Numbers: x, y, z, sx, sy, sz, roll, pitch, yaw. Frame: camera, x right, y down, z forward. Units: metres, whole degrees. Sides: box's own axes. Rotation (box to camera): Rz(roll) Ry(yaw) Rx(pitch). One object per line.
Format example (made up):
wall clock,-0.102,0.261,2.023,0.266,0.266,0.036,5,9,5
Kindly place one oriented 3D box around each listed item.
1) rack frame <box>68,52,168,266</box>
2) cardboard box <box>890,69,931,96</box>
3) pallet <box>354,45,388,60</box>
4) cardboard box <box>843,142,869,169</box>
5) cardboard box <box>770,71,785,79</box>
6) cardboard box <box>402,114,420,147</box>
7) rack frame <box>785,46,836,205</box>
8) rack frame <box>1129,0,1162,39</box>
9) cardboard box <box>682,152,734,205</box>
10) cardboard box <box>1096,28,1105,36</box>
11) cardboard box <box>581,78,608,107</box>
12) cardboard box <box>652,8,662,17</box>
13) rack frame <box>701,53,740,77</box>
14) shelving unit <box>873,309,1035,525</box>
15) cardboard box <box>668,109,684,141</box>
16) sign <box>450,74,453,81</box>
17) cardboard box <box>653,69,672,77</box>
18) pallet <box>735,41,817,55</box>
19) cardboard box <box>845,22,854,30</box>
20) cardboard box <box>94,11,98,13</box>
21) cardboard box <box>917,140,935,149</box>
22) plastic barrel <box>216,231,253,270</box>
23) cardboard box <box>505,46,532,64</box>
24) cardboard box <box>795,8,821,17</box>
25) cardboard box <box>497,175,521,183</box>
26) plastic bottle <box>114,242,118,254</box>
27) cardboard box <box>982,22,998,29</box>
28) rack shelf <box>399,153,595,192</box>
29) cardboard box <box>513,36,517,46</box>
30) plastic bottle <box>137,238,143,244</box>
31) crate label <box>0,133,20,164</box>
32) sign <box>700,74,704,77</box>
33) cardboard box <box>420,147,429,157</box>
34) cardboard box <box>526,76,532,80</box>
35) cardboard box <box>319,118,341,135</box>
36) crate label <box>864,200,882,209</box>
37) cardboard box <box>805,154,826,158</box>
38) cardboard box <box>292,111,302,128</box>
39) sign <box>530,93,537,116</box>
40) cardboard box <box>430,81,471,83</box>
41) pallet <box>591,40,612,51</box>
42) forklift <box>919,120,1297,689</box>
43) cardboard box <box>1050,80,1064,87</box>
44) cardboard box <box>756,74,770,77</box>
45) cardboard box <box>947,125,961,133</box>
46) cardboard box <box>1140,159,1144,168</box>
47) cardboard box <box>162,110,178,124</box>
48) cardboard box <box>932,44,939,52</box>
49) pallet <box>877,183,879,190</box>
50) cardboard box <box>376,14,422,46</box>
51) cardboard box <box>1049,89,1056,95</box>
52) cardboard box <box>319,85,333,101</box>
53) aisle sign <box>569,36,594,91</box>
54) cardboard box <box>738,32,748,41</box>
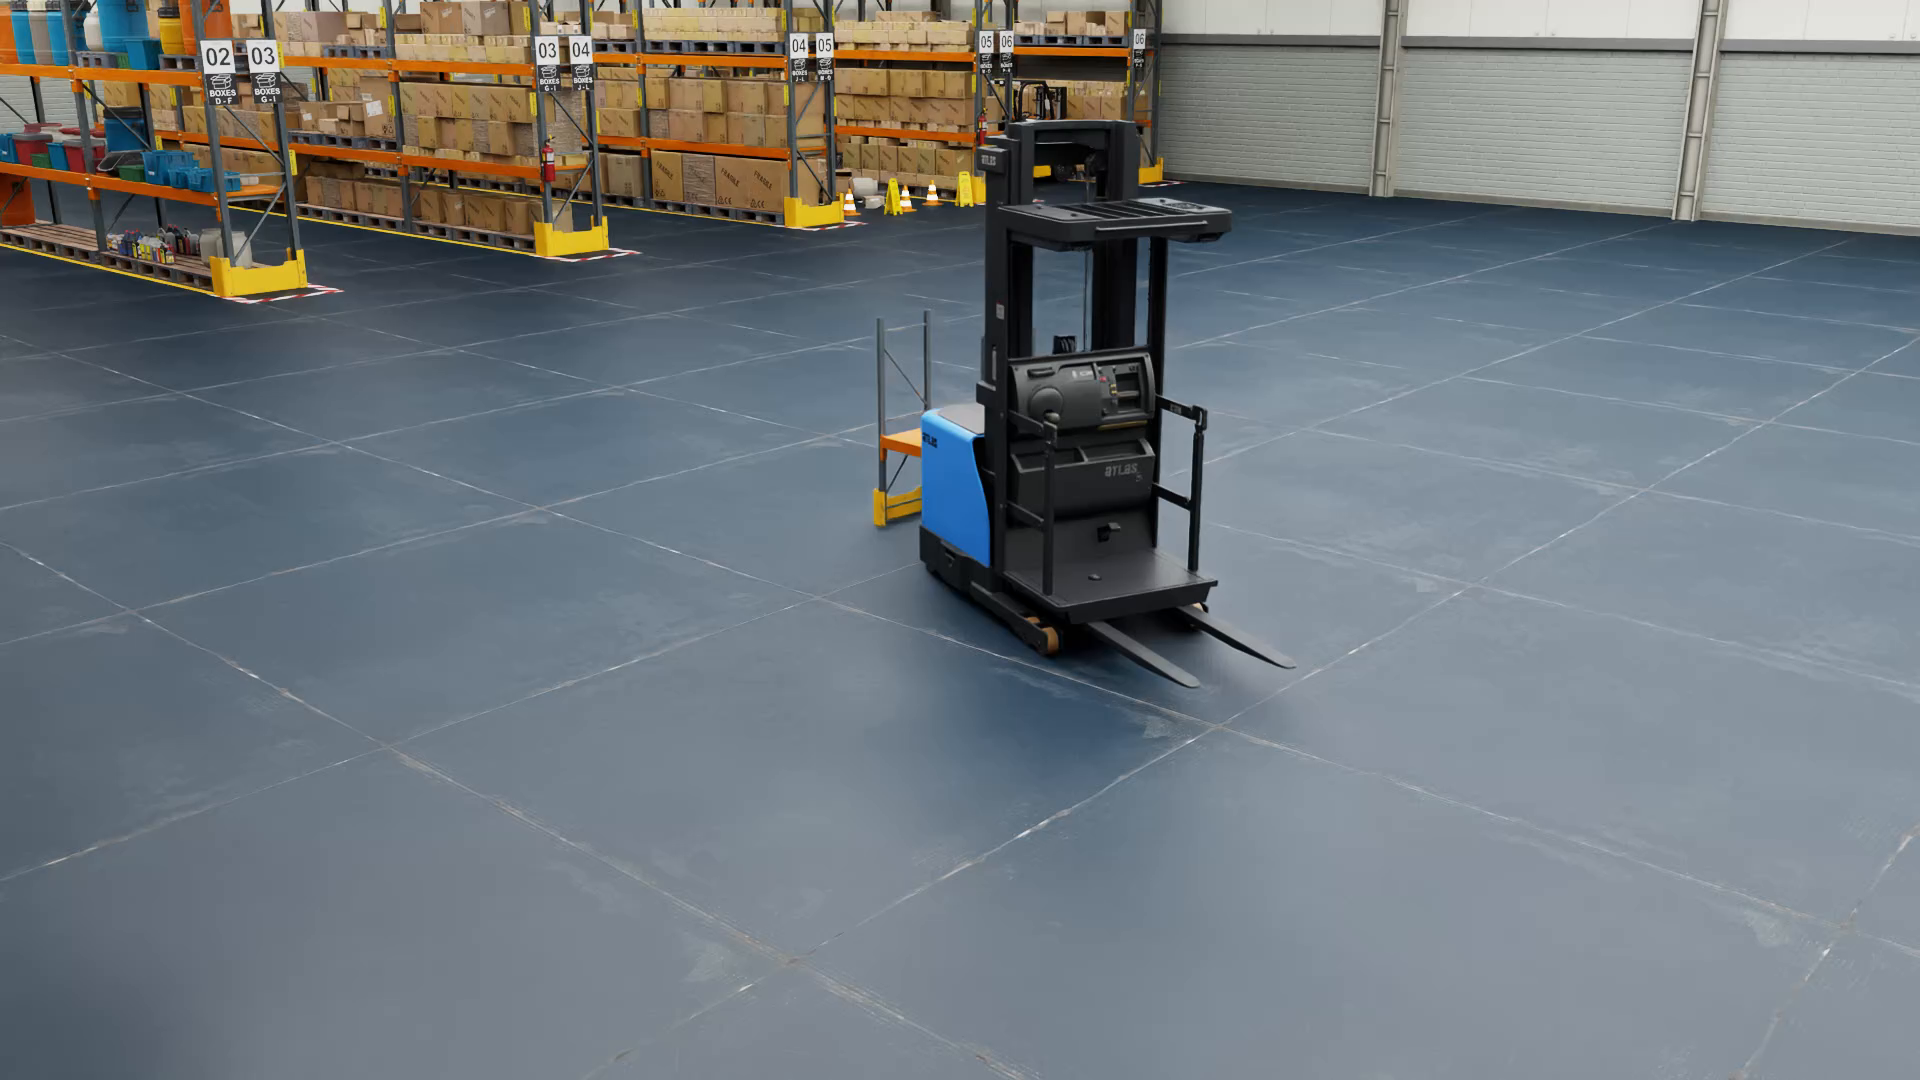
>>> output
rack frame,-12.209,-5.552,24.219,0.127,3.000,1.000,15,23,39
cardboard box,-0.983,-9.144,33.230,0.500,0.500,0.700,15,23,39
pallet,-9.313,-8.161,27.792,1.003,0.211,1.213,15,23,39
cardboard box,-2.082,-7.982,34.488,0.500,0.500,0.500,16,24,42
cardboard box,-3.924,-10.152,36.290,0.250,0.149,0.380,14,22,37
cardboard box,-8.626,-6.757,27.361,0.500,0.500,0.875,15,23,39
rack frame,-2.562,-6.971,28.692,0.127,3.000,1.000,15,23,39
rack frame,3.940,-12.094,34.918,0.127,3.000,1.000,15,23,39
cardboard box,-4.453,-6.639,30.465,0.875,0.875,0.875,15,23,40
cardboard box,3.119,-10.890,35.639,0.250,0.149,0.380,14,22,38
cardboard box,-7.070,-8.703,32.330,0.500,0.500,0.700,15,23,39
cardboard box,-5.315,-9.511,29.974,0.250,0.149,0.380,15,23,39
rack frame,-5.335,-9.717,37.346,0.127,3.000,1.000,15,23,39
shelving unit,-0.043,-0.784,11.676,1.083,1.500,0.587,17,24,42
cardboard box,-4.843,-7.669,30.643,0.550,0.550,0.875,15,23,39
sign,-11.172,-10.059,36.506,0.005,0.325,0.100,15,23,39
cardboard box,-6.652,-10.489,37.958,0.500,0.500,0.500,15,23,39
pallet,-3.124,-8.505,28.713,1.213,0.211,1.003,15,23,39
cardboard box,-2.111,-10.422,33.703,0.250,0.149,0.380,16,24,41
cardboard box,-17.472,-10.715,34.504,0.500,0.500,0.700,13,22,36
cardboard box,-0.629,-7.879,33.092,0.250,0.149,0.380,16,23,40
plastic barrel,-9.760,-3.878,22.363,0.421,0.512,0.421,0,18,0
cardboard box,-6.459,-7.267,24.913,0.500,0.250,0.500,16,23,40
cardboard box,-2.600,-9.048,28.515,0.250,0.149,0.380,15,23,40
cardboard box,-9.211,-7.659,34.298,0.500,0.500,0.500,15,23,39
plastic bottle,-12.110,-4.224,23.933,0.097,0.201,0.097,0,18,0
cardboard box,0.518,-9.919,32.118,0.250,0.149,0.380,15,23,39
rack shelf,-7.426,-5.928,26.594,4.000,0.370,1.077,15,23,39
cardboard box,-6.461,-7.481,24.930,0.250,0.149,0.380,14,22,38
plastic bottle,-11.605,-4.146,23.573,0.097,0.271,0.097,0,18,0
crate label,-14.637,-6.111,25.923,0.616,0.435,0.502,15,23,39
sign,-5.701,-10.143,36.773,0.005,0.325,0.100,15,23,39
cardboard box,-8.577,-6.344,27.132,0.250,0.149,0.380,15,23,39
cardboard box,-10.368,-11.483,41.092,0.500,0.500,0.500,15,23,39
cardboard box,-10.812,-7.215,29.016,0.500,0.250,0.500,14,22,38
crate label,-1.641,-6.366,31.517,0.298,0.136,0.250,4,18,11
cardboard box,-3.278,-8.110,35.932,0.950,0.372,0.625,-17,24,-42
cardboard box,-12.096,-7.682,30.767,0.500,0.500,0.500,16,24,41
sign,-6.313,-6.450,24.614,0.005,0.325,0.100,15,23,39
cardboard box,-8.402,-7.310,27.450,0.500,0.500,0.500,15,23,39
pallet,-7.190,-9.576,32.253,1.213,0.211,1.003,16,24,42
forklift,0.829,-0.881,9.615,1.130,2.935,3.031,-8,19,-25
cardboard box,2.204,-10.119,36.881,0.250,0.149,0.380,15,23,39
cardboard box,-4.822,-11.744,42.873,0.500,0.500,0.700,16,23,41
cardboard box,-0.037,-8.044,32.488,0.250,0.149,0.380,15,23,39
cardboard box,3.703,-8.267,36.628,0.500,0.250,0.500,15,23,39
cardboard box,-15.410,-8.378,32.882,0.500,0.250,0.500,14,23,38
cardboard box,-0.334,-9.599,32.429,0.250,0.149,0.380,15,23,40
pallet,-1.818,-7.458,34.837,1.213,0.211,1.003,15,23,39
cardboard box,-9.207,-8.468,27.585,0.637,0.503,0.797,14,22,37
cardboard box,2.155,-9.956,36.861,0.250,0.149,0.380,14,23,38
cardboard box,-14.377,-10.220,38.273,0.500,0.500,0.500,16,24,42
aisle sign,-5.684,-7.164,25.001,0.004,0.787,0.394,15,23,39
cardboard box,-3.605,-8.672,28.648,0.250,0.149,0.380,15,23,40
